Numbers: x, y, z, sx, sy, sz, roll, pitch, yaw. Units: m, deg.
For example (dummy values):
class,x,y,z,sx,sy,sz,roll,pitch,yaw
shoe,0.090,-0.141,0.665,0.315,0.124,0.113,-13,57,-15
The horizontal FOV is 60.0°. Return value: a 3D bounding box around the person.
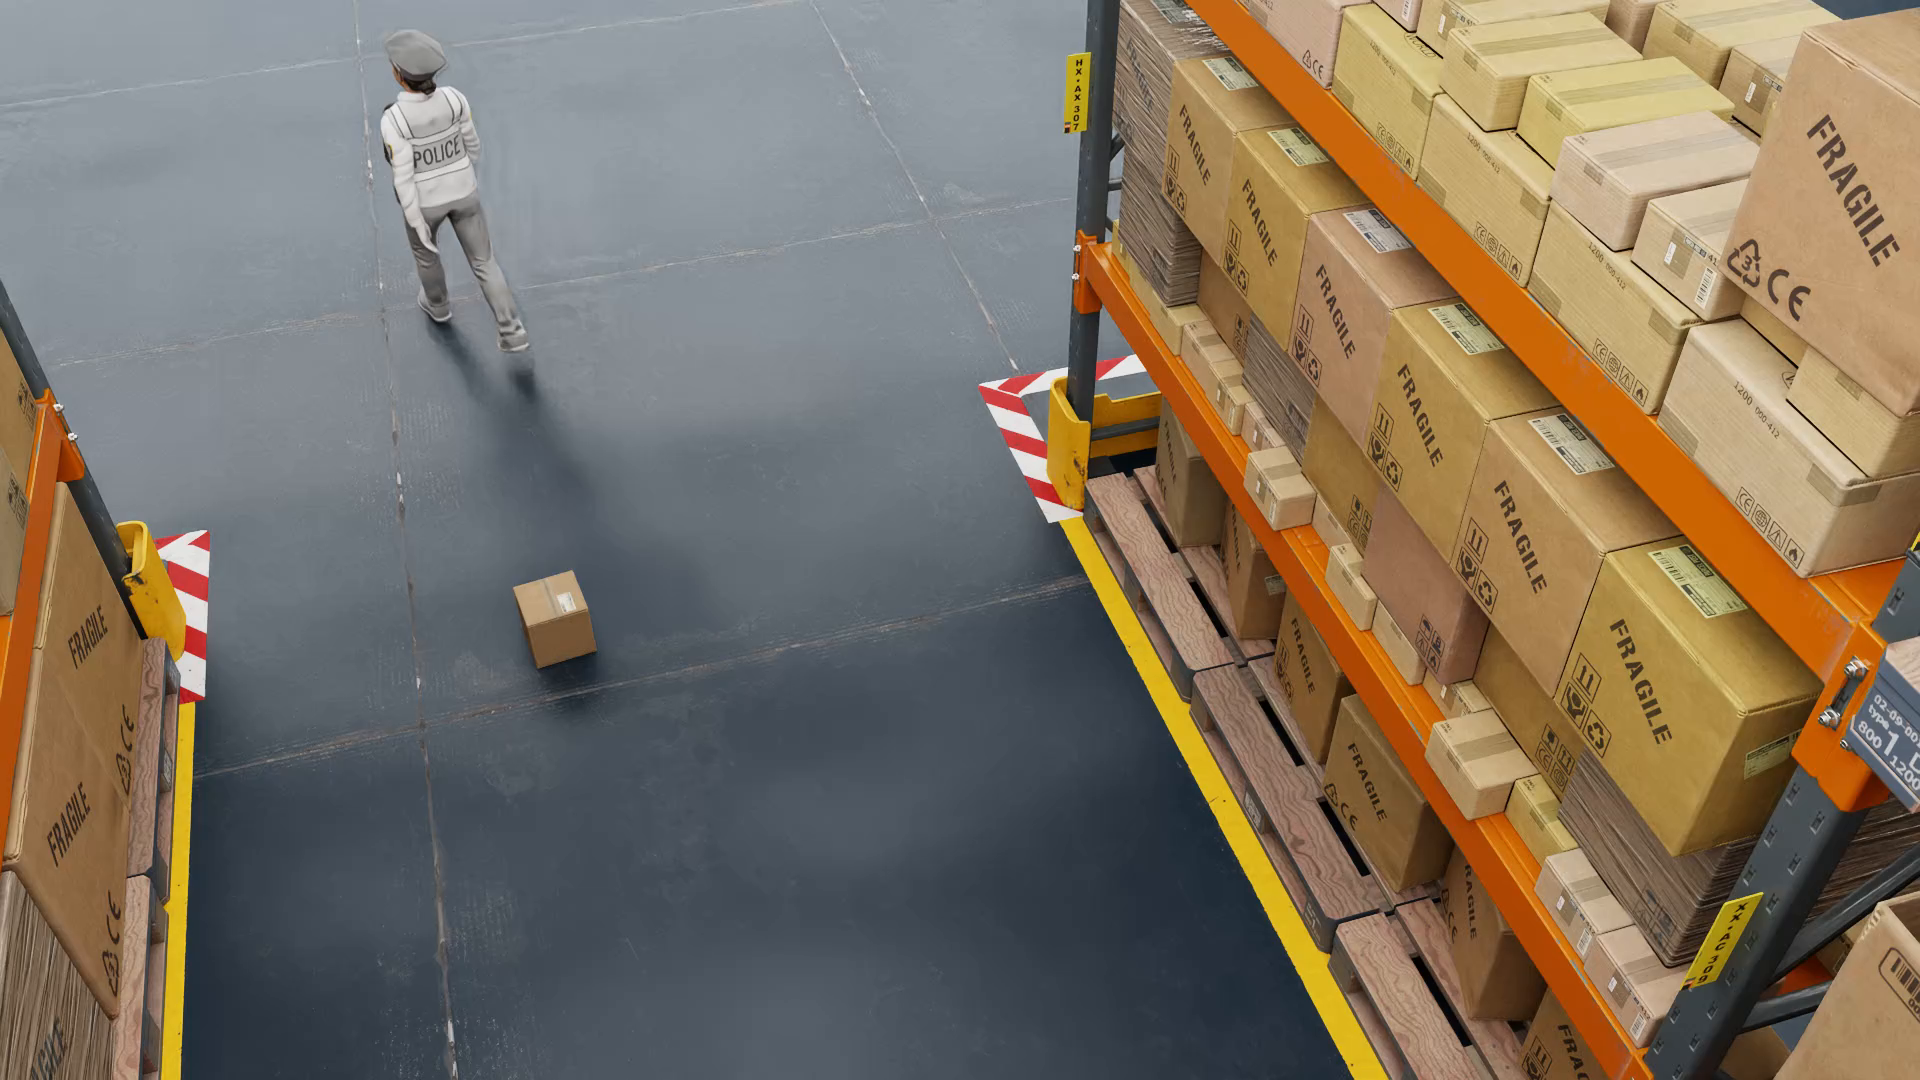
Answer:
class,x,y,z,sx,sy,sz,roll,pitch,yaw
person,-2.470,-1.656,7.935,0.475,1.641,0.950,-25,48,-25
